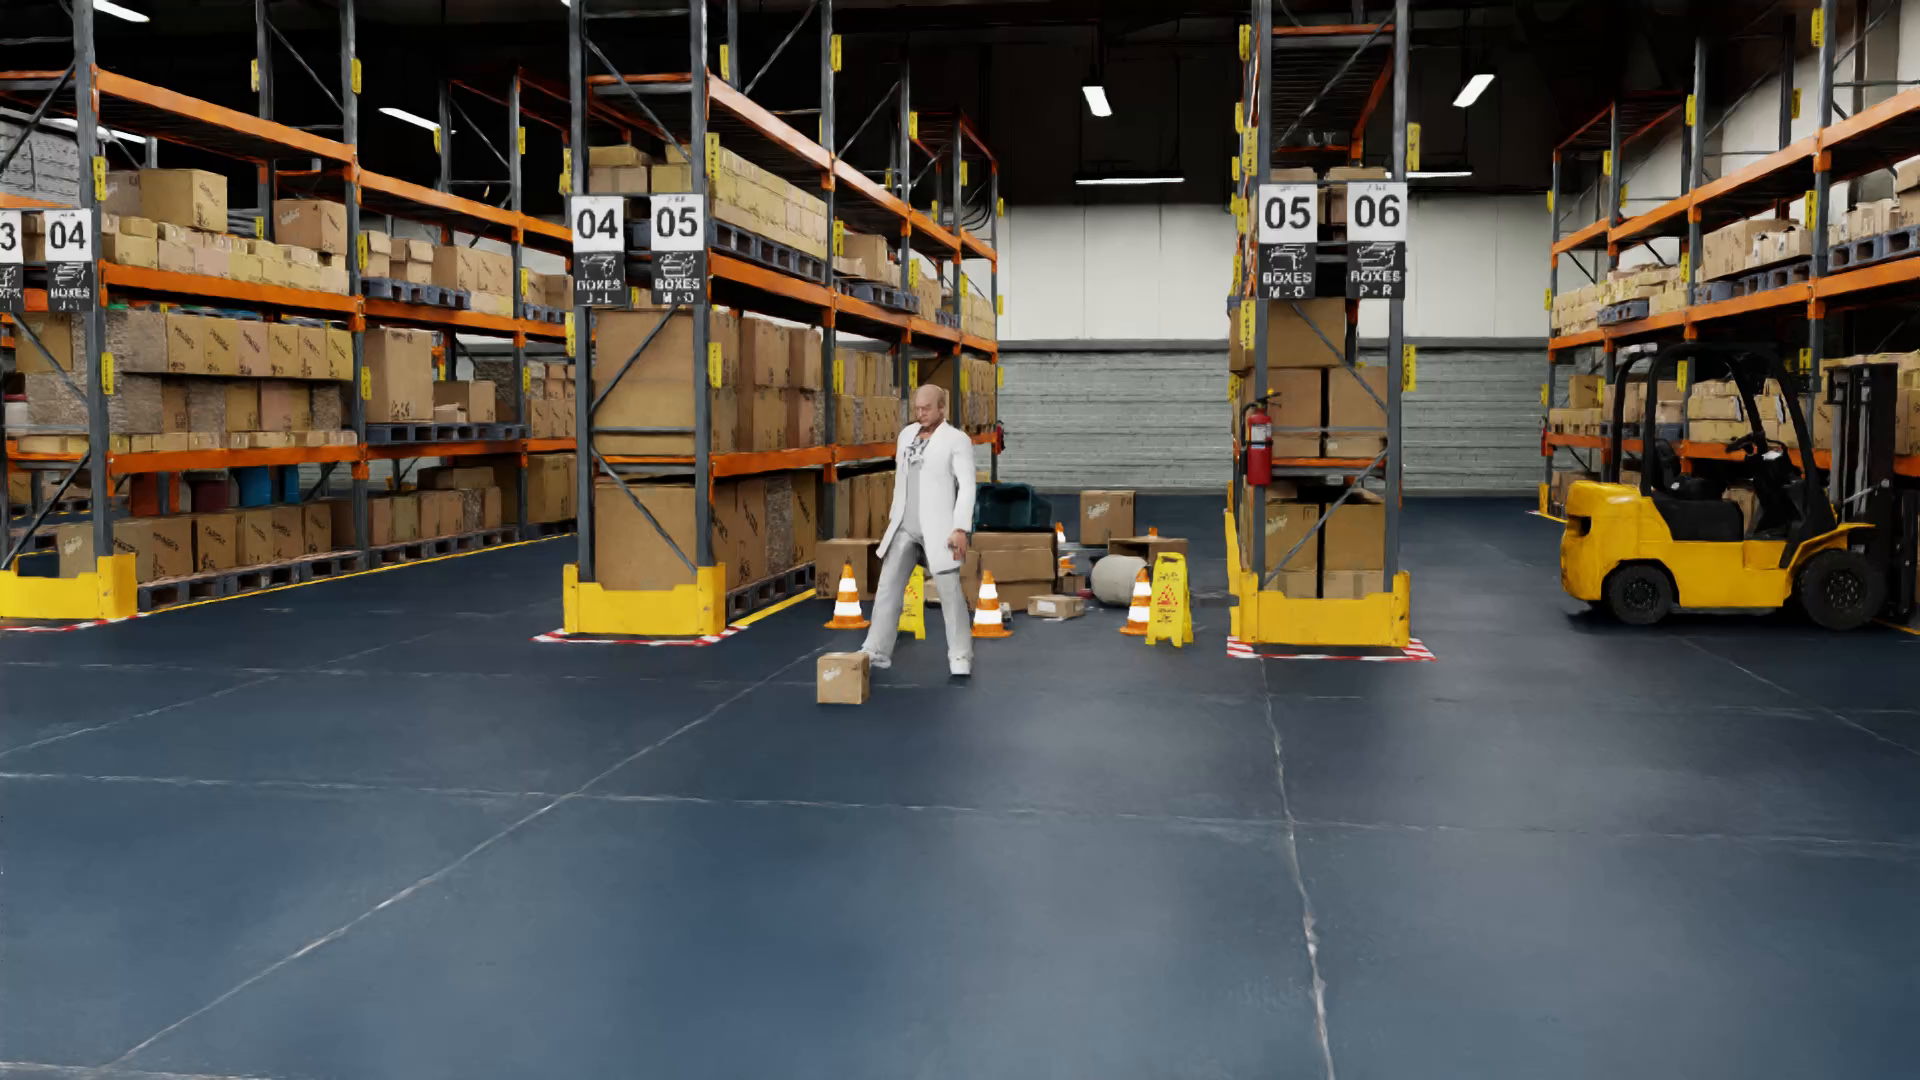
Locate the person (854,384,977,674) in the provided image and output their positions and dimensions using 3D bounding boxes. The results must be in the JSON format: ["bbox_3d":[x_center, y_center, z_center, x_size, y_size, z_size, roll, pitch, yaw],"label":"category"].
[{"bbox_3d":[-0.257,-0.065,10.172,0.755,1.767,0.674,3,5,36],"label":"person"}]
